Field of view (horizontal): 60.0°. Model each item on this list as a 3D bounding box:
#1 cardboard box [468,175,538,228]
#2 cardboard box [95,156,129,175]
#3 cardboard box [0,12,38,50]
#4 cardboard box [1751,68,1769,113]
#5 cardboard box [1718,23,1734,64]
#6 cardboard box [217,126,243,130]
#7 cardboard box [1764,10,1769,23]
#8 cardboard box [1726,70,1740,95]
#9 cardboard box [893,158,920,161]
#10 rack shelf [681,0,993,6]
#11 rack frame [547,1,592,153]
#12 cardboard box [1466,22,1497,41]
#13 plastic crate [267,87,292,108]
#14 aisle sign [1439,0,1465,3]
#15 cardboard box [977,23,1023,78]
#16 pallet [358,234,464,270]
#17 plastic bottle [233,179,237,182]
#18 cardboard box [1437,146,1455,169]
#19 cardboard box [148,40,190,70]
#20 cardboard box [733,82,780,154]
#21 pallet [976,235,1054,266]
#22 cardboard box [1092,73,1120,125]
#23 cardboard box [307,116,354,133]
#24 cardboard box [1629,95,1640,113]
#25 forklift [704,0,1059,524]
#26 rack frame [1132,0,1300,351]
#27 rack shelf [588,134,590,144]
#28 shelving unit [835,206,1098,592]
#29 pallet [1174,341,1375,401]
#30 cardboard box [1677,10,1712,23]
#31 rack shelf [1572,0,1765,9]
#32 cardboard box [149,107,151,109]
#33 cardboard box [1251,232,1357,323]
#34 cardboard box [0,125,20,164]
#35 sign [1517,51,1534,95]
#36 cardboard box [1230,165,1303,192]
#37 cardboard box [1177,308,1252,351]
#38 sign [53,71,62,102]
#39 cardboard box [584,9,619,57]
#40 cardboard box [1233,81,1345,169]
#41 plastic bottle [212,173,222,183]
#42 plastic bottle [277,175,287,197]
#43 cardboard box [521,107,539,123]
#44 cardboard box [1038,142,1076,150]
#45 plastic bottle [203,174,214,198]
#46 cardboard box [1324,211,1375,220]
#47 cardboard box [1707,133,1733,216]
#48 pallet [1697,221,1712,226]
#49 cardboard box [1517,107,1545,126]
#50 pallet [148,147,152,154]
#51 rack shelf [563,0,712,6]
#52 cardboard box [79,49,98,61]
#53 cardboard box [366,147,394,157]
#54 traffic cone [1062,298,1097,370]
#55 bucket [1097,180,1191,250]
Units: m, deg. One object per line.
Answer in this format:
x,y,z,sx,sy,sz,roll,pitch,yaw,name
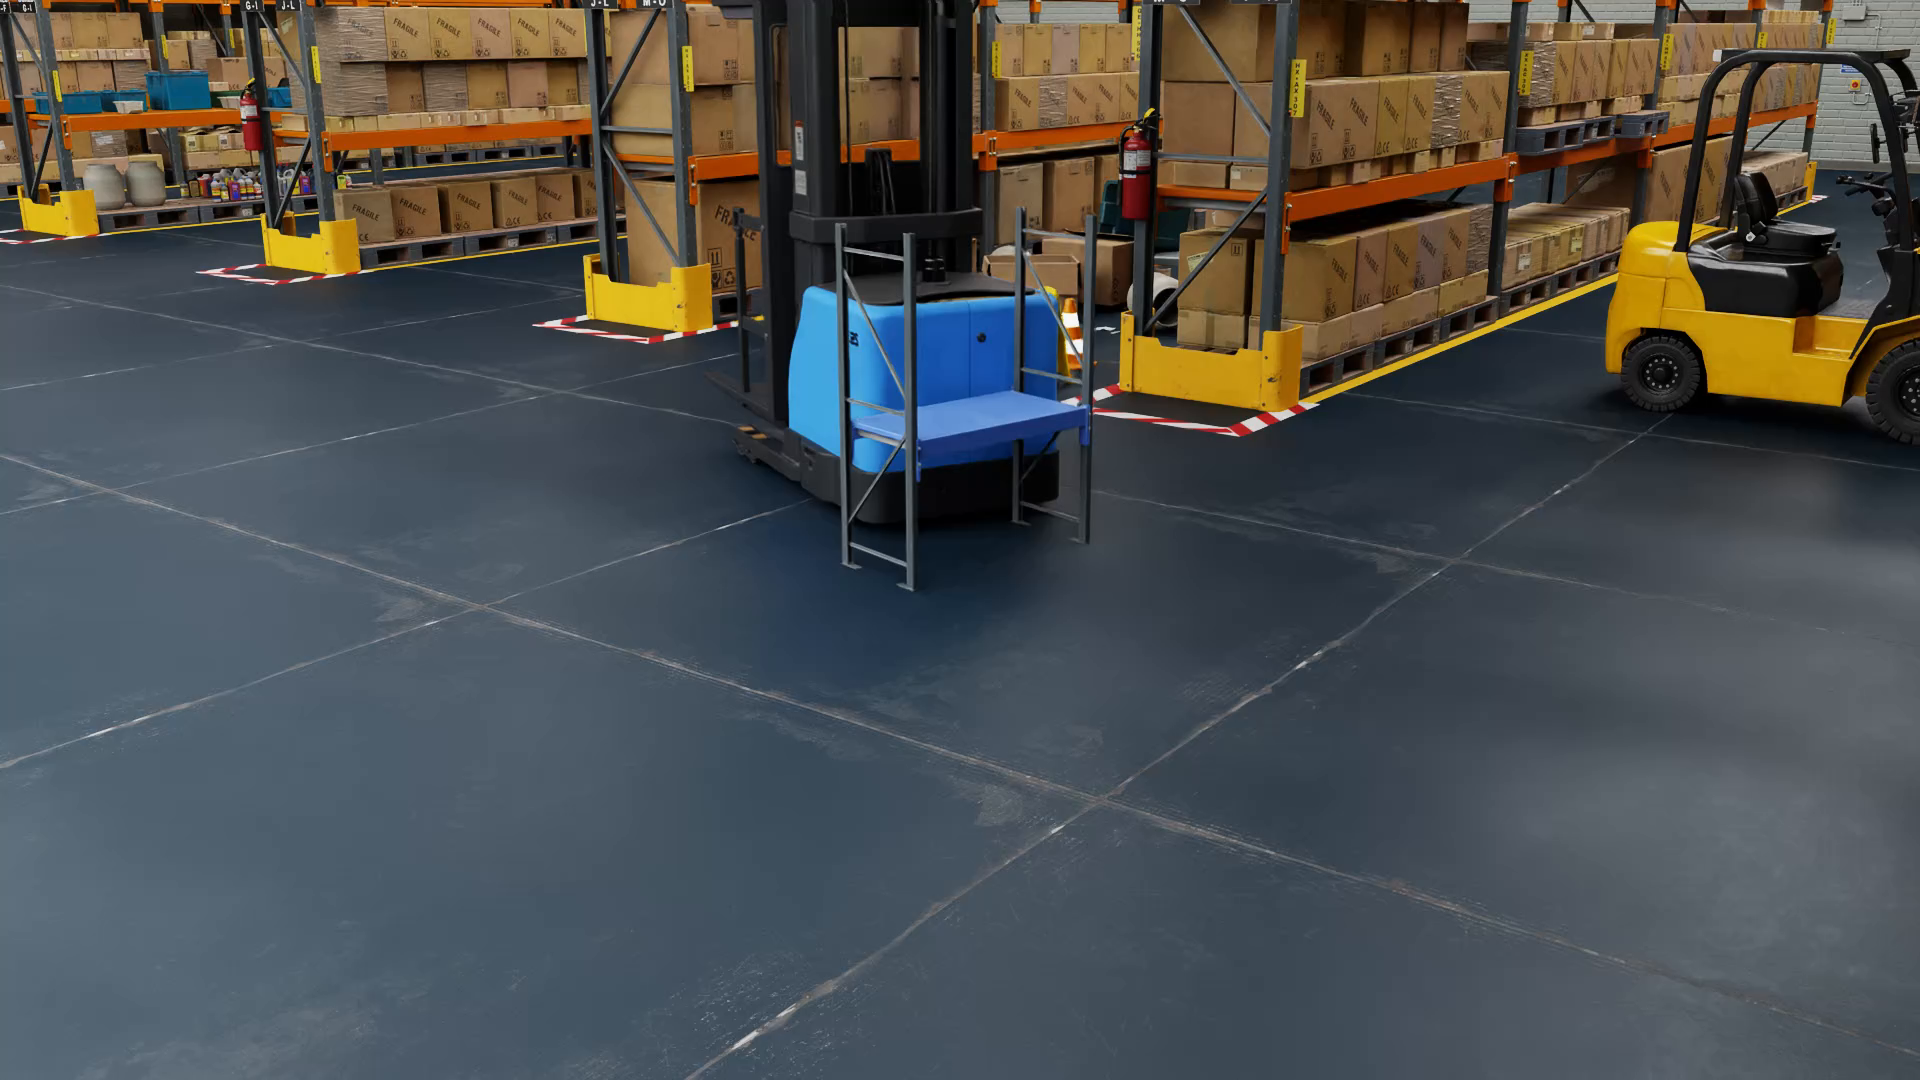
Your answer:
-4.940,-3.665,17.993,0.500,0.500,0.500,10,20,30,cardboard box
-12.388,-5.418,24.061,0.500,0.250,0.500,12,21,35,cardboard box
-13.138,-6.999,22.867,0.700,0.500,0.500,12,21,35,cardboard box
9.188,-5.313,19.626,0.500,0.500,0.500,13,22,36,cardboard box
8.013,-5.332,18.003,0.500,0.500,0.500,13,22,36,cardboard box
-11.366,-6.343,26.093,0.500,0.311,0.500,12,21,35,cardboard box
9.234,-6.128,19.471,0.380,0.149,0.250,13,21,35,cardboard box
8.338,-5.099,18.514,0.500,0.250,0.500,13,22,36,cardboard box
-0.536,-3.193,15.844,0.875,0.875,0.875,13,21,36,cardboard box
-1.296,-4.758,14.161,1.077,0.370,4.000,12,21,35,rack shelf
-7.215,-8.702,30.709,1.000,3.000,0.127,12,21,35,rack frame
4.425,-4.311,14.095,0.380,0.149,0.250,12,21,33,cardboard box
-8.447,-5.538,20.770,0.499,0.251,0.616,12,21,35,plastic crate
7.330,-8.209,24.737,0.394,0.787,0.004,12,21,35,aisle sign
0.187,-4.789,16.254,0.700,0.500,0.500,12,21,34,cardboard box
-5.853,-2.966,16.940,1.003,0.211,1.213,12,21,35,pallet
-9.173,-4.474,21.070,0.097,0.201,0.097,0,17,0,plastic bottle
3.382,-2.801,12.130,0.380,0.149,0.250,12,21,34,cardboard box
-14.162,-8.630,29.567,0.700,0.500,0.500,10,20,30,cardboard box
-1.993,-3.495,13.688,0.875,0.550,0.550,12,21,35,cardboard box
0.295,-3.010,17.082,1.003,0.211,1.213,12,21,35,pallet
1.328,-4.630,17.428,0.500,0.500,0.500,13,21,36,cardboard box
-6.050,-3.999,15.986,0.380,0.149,0.250,12,21,35,cardboard box
6.092,-4.063,15.486,0.380,0.149,0.250,12,21,34,cardboard box
-0.621,-1.866,8.812,1.130,2.935,3.031,-8,19,-25,forklift
1.548,-2.342,10.226,1.000,3.000,0.127,12,21,35,rack frame
-2.836,-5.178,20.574,1.077,0.370,4.000,12,21,35,rack shelf
0.039,-0.652,7.313,1.048,1.500,0.538,-14,22,-38,shelving unit
2.105,-1.215,11.301,1.003,0.211,1.213,12,21,35,pallet
8.626,-6.164,19.588,0.380,0.149,0.250,12,21,34,cardboard box
7.506,-5.812,17.558,1.077,0.370,4.000,12,21,35,rack shelf
-14.356,-7.693,29.668,0.500,0.250,0.500,13,21,36,cardboard box
2.264,-1.736,10.940,0.500,0.500,0.500,12,21,33,cardboard box
-13.283,-5.419,22.800,0.500,0.500,0.500,12,21,35,cardboard box
4.371,-3.614,12.863,0.100,0.325,0.005,12,21,35,sign
1.916,-2.266,10.406,0.380,0.149,0.250,13,21,35,cardboard box
1.828,-1.475,11.363,0.500,0.250,0.500,12,21,34,cardboard box
-9.950,-5.002,18.326,0.100,0.325,0.005,12,21,35,sign
-4.075,-5.557,18.224,0.500,0.500,0.500,12,21,35,cardboard box
2.053,-2.595,10.373,0.500,0.500,0.500,12,21,34,cardboard box
-9.392,-4.480,20.965,0.152,0.276,0.135,12,21,33,plastic bottle
-8.565,-4.465,20.915,0.152,0.276,0.135,13,21,36,plastic bottle
-4.704,-4.533,17.708,0.380,0.149,0.250,12,21,35,cardboard box
1.196,-6.280,25.783,0.875,0.875,0.875,12,21,35,cardboard box
-9.389,-4.432,20.797,0.061,0.283,0.133,12,21,35,plastic bottle
2.743,-2.194,12.416,0.500,0.500,0.500,14,22,37,cardboard box
8.393,-4.224,19.162,0.875,0.875,0.875,13,22,36,cardboard box
7.572,-3.379,18.269,1.003,0.211,1.213,12,21,35,pallet
4.514,-3.451,13.513,0.380,0.149,0.250,13,21,35,cardboard box
-14.773,-6.817,29.340,1.003,0.211,1.213,12,21,35,pallet
-4.431,-8.439,26.015,1.077,0.370,4.000,12,21,35,rack shelf
-12.430,-6.868,23.539,0.380,0.149,0.250,12,21,35,cardboard box
-9.716,-6.469,27.444,0.500,0.250,0.500,13,21,36,cardboard box
0.768,-1.460,11.666,0.336,0.463,0.334,12,21,35,traffic cone
1.666,-2.868,14.877,0.620,0.611,0.726,0,14,-35,bucket
